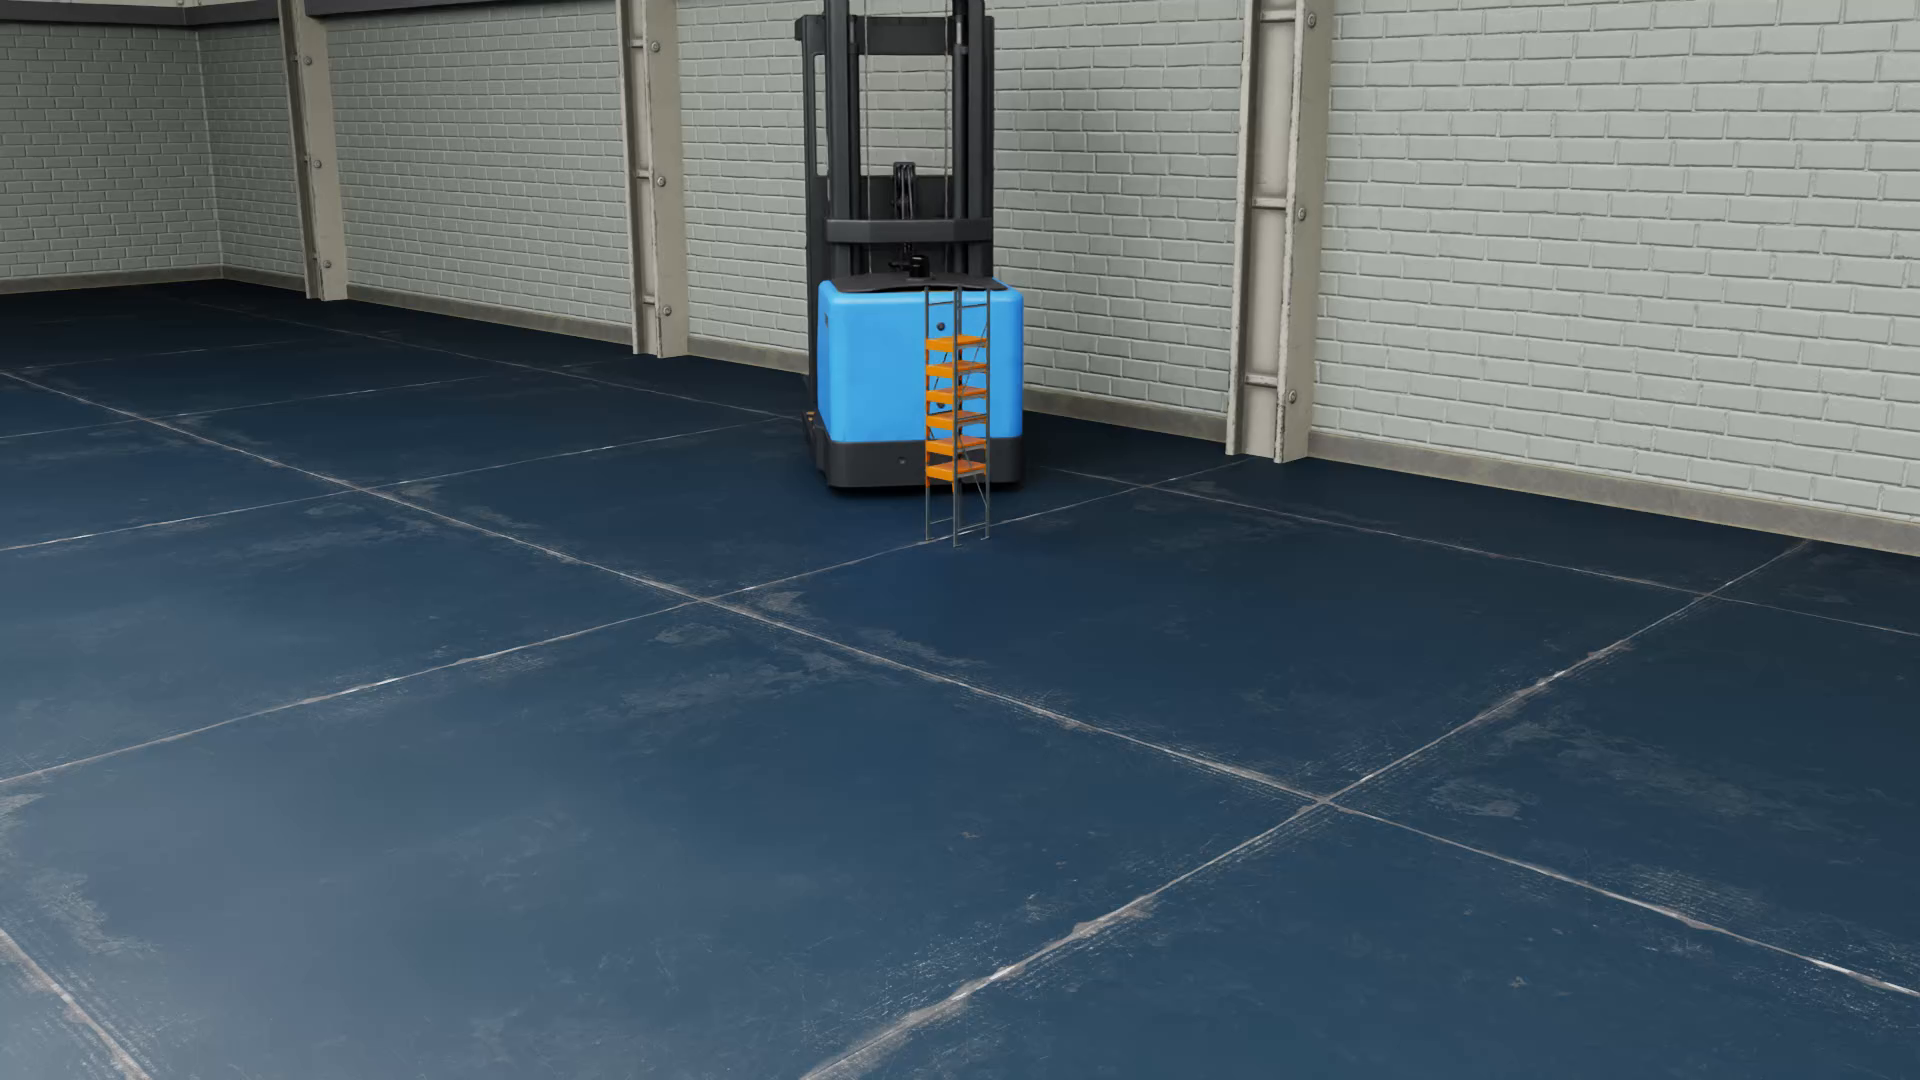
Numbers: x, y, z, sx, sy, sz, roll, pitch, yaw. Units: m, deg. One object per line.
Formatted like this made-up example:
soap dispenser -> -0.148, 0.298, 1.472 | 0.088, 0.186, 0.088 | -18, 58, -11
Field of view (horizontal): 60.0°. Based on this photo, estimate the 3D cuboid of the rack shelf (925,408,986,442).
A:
rack shelf -> -0.010, -0.540, 7.802 | 0.180, 0.103, 0.258 | 14, 20, 42

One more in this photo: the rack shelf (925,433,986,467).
rack shelf -> -0.010, -0.424, 7.832 | 0.180, 0.103, 0.258 | 14, 20, 42

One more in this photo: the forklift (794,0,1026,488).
forklift -> -0.386, -2.015, 9.852 | 1.130, 2.935, 3.031 | -2, 15, -9

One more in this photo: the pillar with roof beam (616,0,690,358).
pillar with roof beam -> -5.481, -5.130, 9.773 | 0.400, 9.000, 9.100 | 14, 20, 42

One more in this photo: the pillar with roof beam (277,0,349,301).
pillar with roof beam -> -9.800, -6.180, 13.803 | 0.400, 9.000, 9.100 | 14, 20, 42

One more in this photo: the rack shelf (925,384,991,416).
rack shelf -> -0.010, -0.656, 7.771 | 0.180, 0.103, 0.258 | 14, 20, 42

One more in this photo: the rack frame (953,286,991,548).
rack frame -> 0.055, -0.567, 7.729 | 0.006, 1.200, 0.240 | 14, 20, 42

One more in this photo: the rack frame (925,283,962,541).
rack frame -> -0.076, -0.599, 7.852 | 0.006, 1.200, 0.240 | 14, 20, 42

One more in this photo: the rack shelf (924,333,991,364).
rack shelf -> -0.010, -0.889, 7.711 | 0.180, 0.103, 0.258 | 14, 20, 42

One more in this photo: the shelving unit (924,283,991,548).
shelving unit -> -0.010, -0.583, 7.791 | 0.189, 1.200, 0.258 | 14, 20, 42

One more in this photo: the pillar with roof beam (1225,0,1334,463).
pillar with roof beam -> -1.162, -4.080, 5.743 | 0.400, 9.000, 9.100 | 14, 20, 42

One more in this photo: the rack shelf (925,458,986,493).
rack shelf -> -0.010, -0.308, 7.862 | 0.180, 0.103, 0.258 | 14, 20, 42

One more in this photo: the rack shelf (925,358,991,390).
rack shelf -> -0.010, -0.772, 7.741 | 0.180, 0.103, 0.258 | 14, 20, 42
